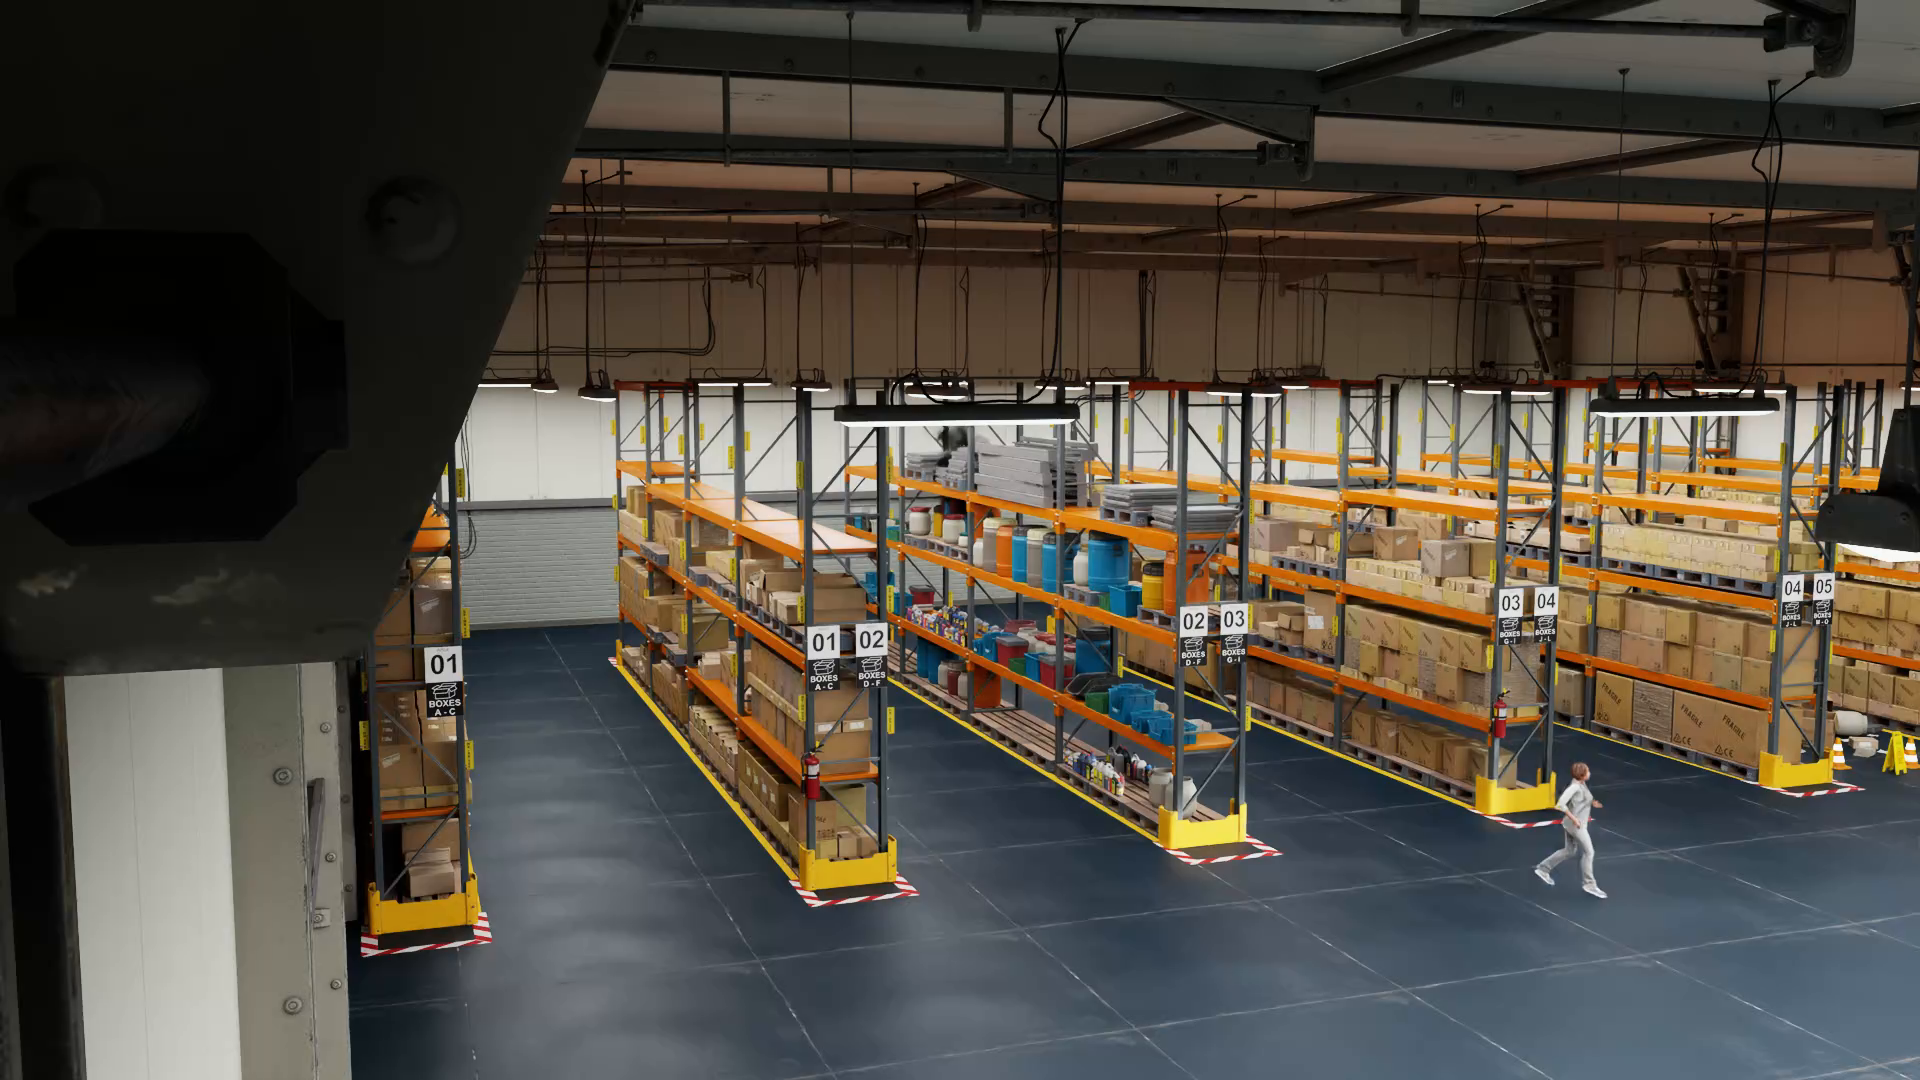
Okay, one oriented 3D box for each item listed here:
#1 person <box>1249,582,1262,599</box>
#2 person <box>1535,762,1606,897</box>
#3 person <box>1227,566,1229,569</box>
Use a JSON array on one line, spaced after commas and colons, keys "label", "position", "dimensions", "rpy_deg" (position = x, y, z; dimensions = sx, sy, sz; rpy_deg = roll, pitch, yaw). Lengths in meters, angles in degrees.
[{"label": "person", "position": [7.461, 1.079, 41.566], "dimensions": [0.776, 1.745, 0.698], "rpy_deg": [-2, 6, -15]}, {"label": "person", "position": [7.323, 3.435, 19.889], "dimensions": [0.820, 1.613, 0.524], "rpy_deg": [2, 6, 16]}, {"label": "person", "position": [6.058, 1.418, 38.318], "dimensions": [0.734, 1.841, 0.736], "rpy_deg": [0, 6, -4]}]
